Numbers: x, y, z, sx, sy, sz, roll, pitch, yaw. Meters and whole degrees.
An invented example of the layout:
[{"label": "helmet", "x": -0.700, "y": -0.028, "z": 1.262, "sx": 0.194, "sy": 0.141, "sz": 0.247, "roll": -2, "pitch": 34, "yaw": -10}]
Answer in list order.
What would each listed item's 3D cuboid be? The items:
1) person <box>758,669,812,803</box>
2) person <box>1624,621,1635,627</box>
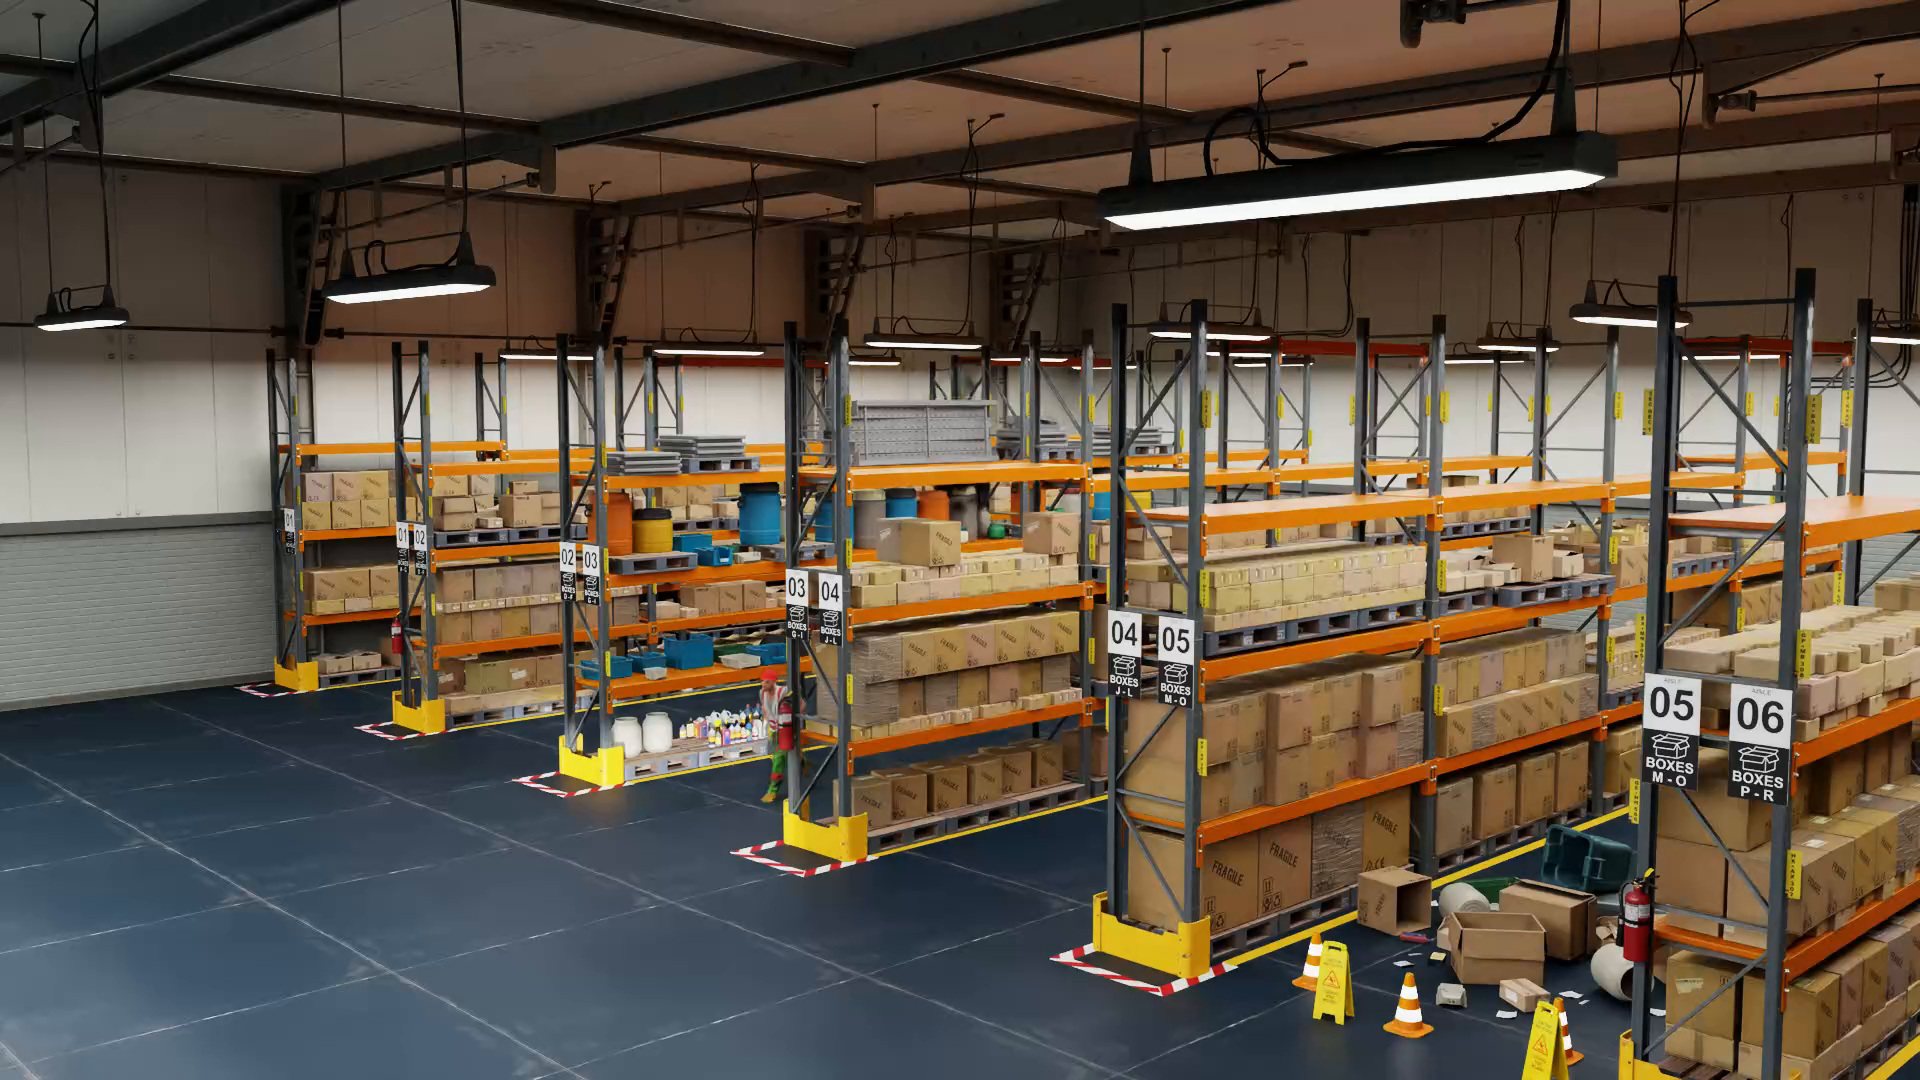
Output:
[{"label": "person", "x": -2.227, "y": 2.475, "z": 21.459, "sx": 0.674, "sy": 1.728, "sz": 1.012, "roll": 3, "pitch": 6, "yaw": 29}, {"label": "person", "x": 10.399, "y": 2.089, "z": 25.773, "sx": 0.651, "sy": 1.702, "sz": 0.876, "roll": 4, "pitch": 7, "yaw": 41}]
